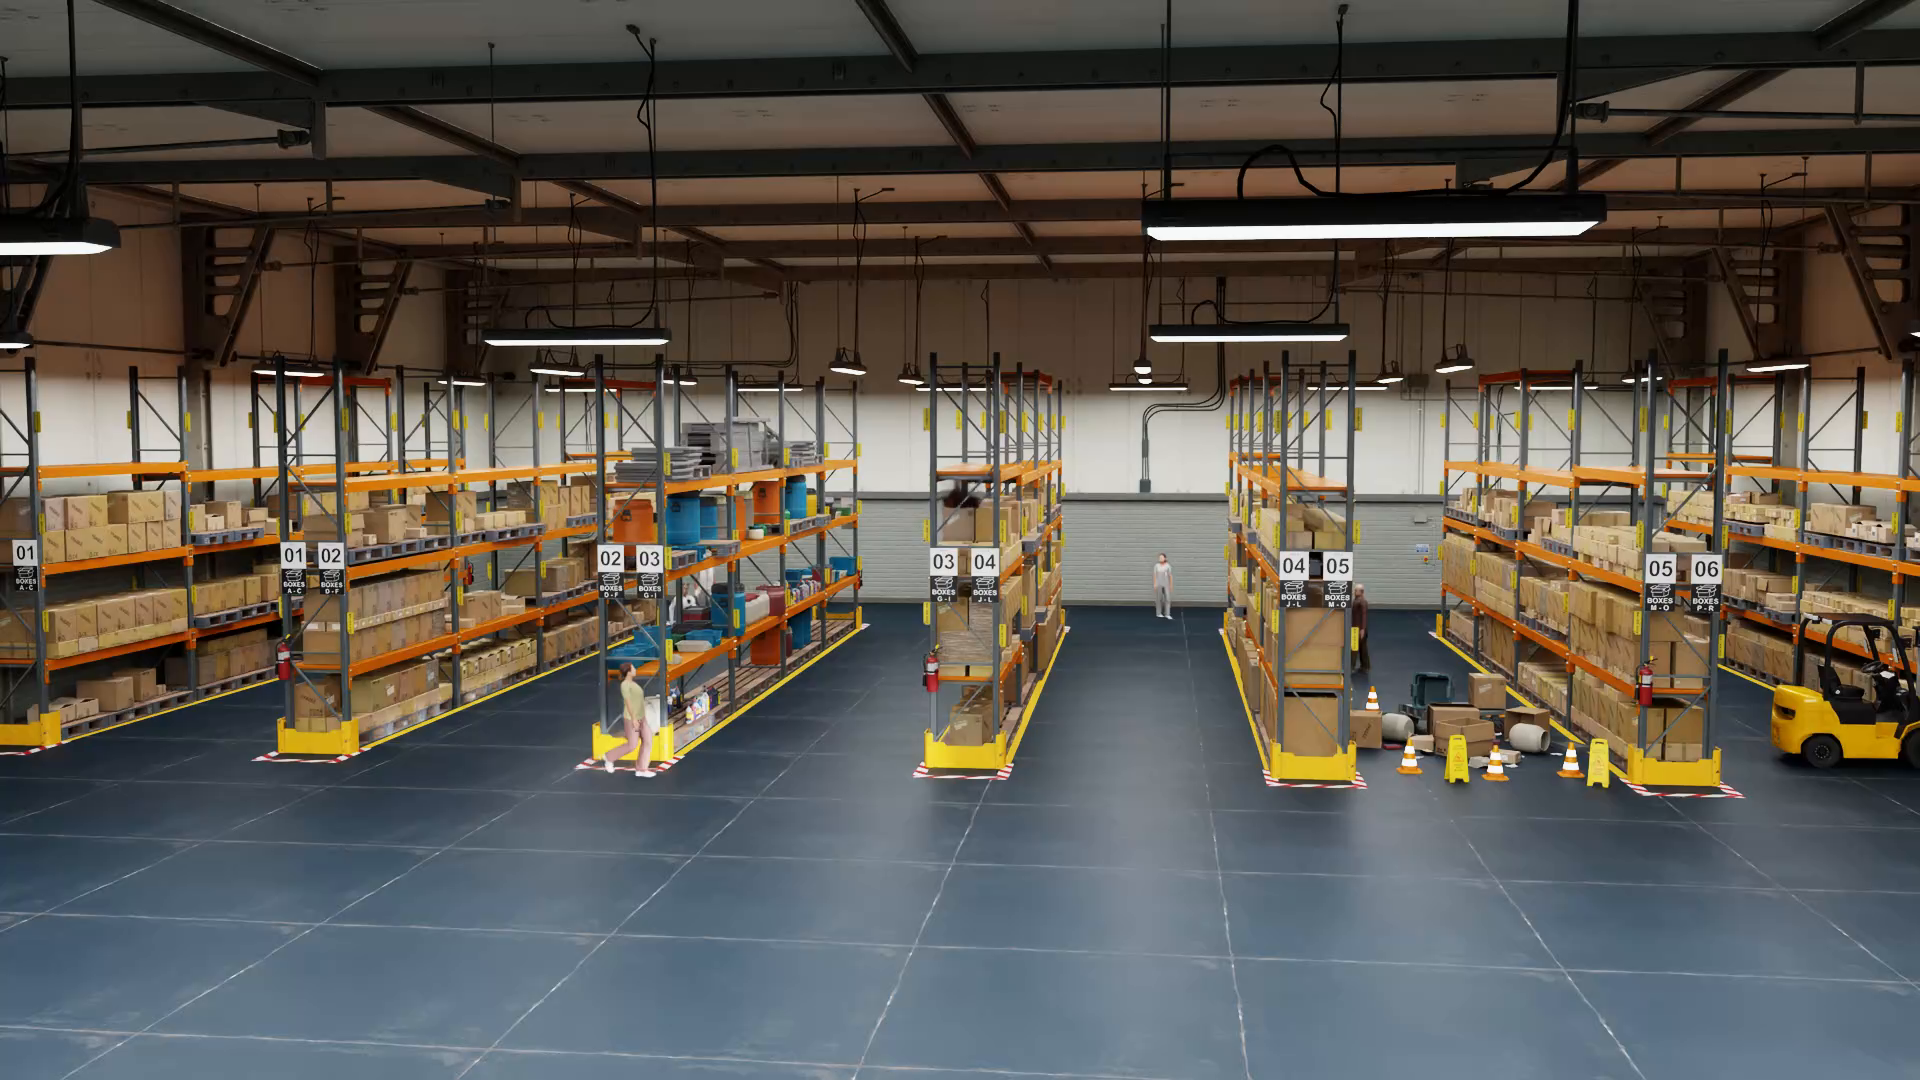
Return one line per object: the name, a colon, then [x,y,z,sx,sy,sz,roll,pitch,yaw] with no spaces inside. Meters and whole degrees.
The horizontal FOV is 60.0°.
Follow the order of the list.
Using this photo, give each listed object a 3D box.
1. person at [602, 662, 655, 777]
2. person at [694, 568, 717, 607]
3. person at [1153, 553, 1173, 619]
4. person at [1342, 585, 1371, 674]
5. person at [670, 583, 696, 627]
person: [-4.633,2.519,23.469,0.757,1.619,0.454,2,4,20]
person: [-6.190,1.241,40.677,0.618,1.729,1.057,-1,4,-16]
person: [5.179,1.179,42.533,0.507,1.680,0.478,-1,4,-12]
person: [7.878,1.769,33.236,0.674,1.771,0.648,1,4,16]
person: [-5.815,1.719,34.939,0.624,1.672,0.958,0,4,6]
